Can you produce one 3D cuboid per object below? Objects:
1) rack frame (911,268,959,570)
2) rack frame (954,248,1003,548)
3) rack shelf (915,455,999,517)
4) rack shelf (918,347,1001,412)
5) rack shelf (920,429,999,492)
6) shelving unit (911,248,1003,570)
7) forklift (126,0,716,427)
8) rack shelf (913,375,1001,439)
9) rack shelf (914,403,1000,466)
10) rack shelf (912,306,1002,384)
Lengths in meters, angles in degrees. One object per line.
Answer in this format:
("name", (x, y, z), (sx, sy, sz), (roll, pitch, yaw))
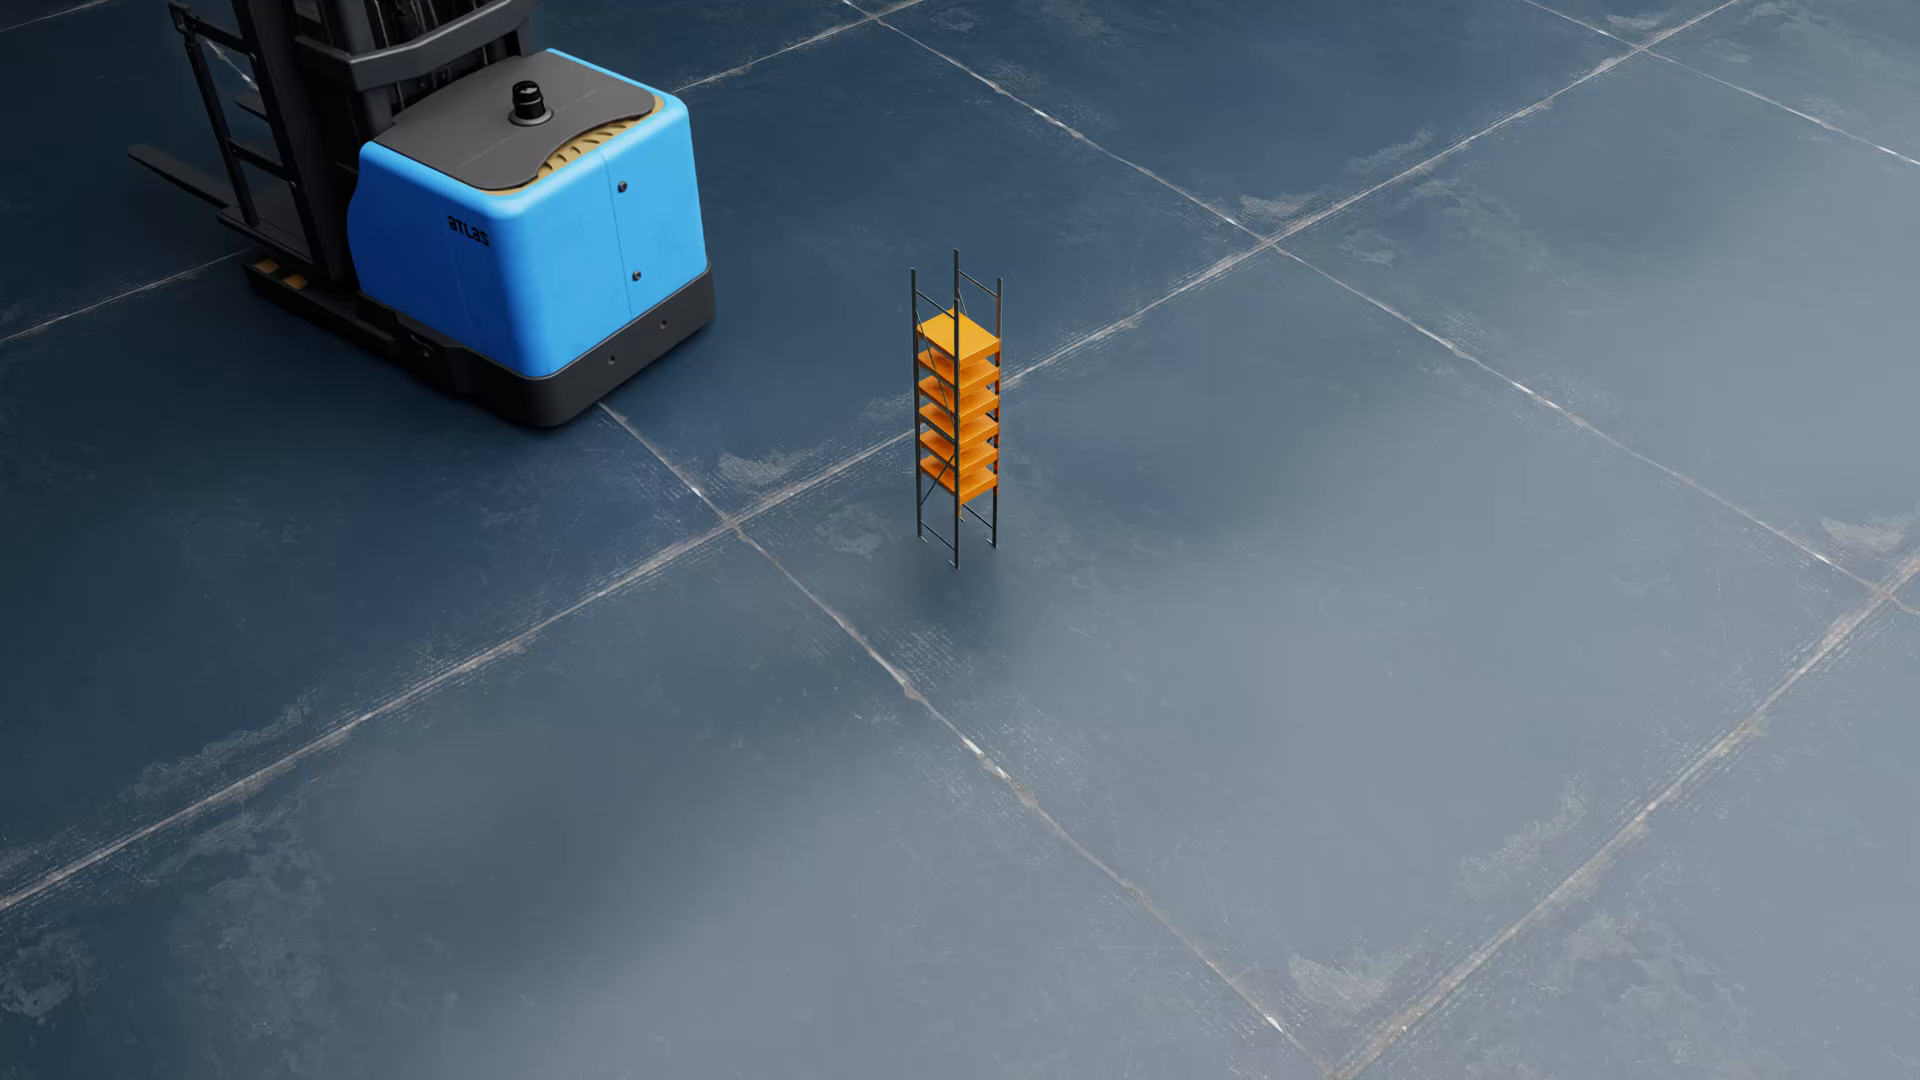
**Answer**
("rack frame", (-0.081, -0.391, 5.790), (0.006, 1.200, 0.240), (-30, 51, -28))
("rack frame", (0.059, -0.471, 5.875), (0.006, 1.200, 0.240), (-30, 51, -28))
("rack shelf", (-0.011, -0.224, 6.027), (0.180, 0.103, 0.258), (-30, 51, -28))
("rack shelf", (-0.011, -0.574, 5.699), (0.180, 0.103, 0.258), (-30, 51, -28))
("rack shelf", (-0.011, -0.311, 5.945), (0.180, 0.103, 0.258), (-30, 51, -28))
("shelving unit", (-0.011, -0.431, 5.832), (0.189, 1.200, 0.258), (-30, 51, -28))
("forklift", (-2.545, -2.336, 6.597), (3.031, 2.935, 1.130), (26, 49, 25))
("rack shelf", (-0.011, -0.486, 5.781), (0.180, 0.103, 0.258), (-30, 51, -28))
("rack shelf", (-0.011, -0.399, 5.863), (0.180, 0.103, 0.258), (-30, 51, -28))
("rack shelf", (-0.011, -0.661, 5.616), (0.180, 0.103, 0.258), (-30, 51, -28))
